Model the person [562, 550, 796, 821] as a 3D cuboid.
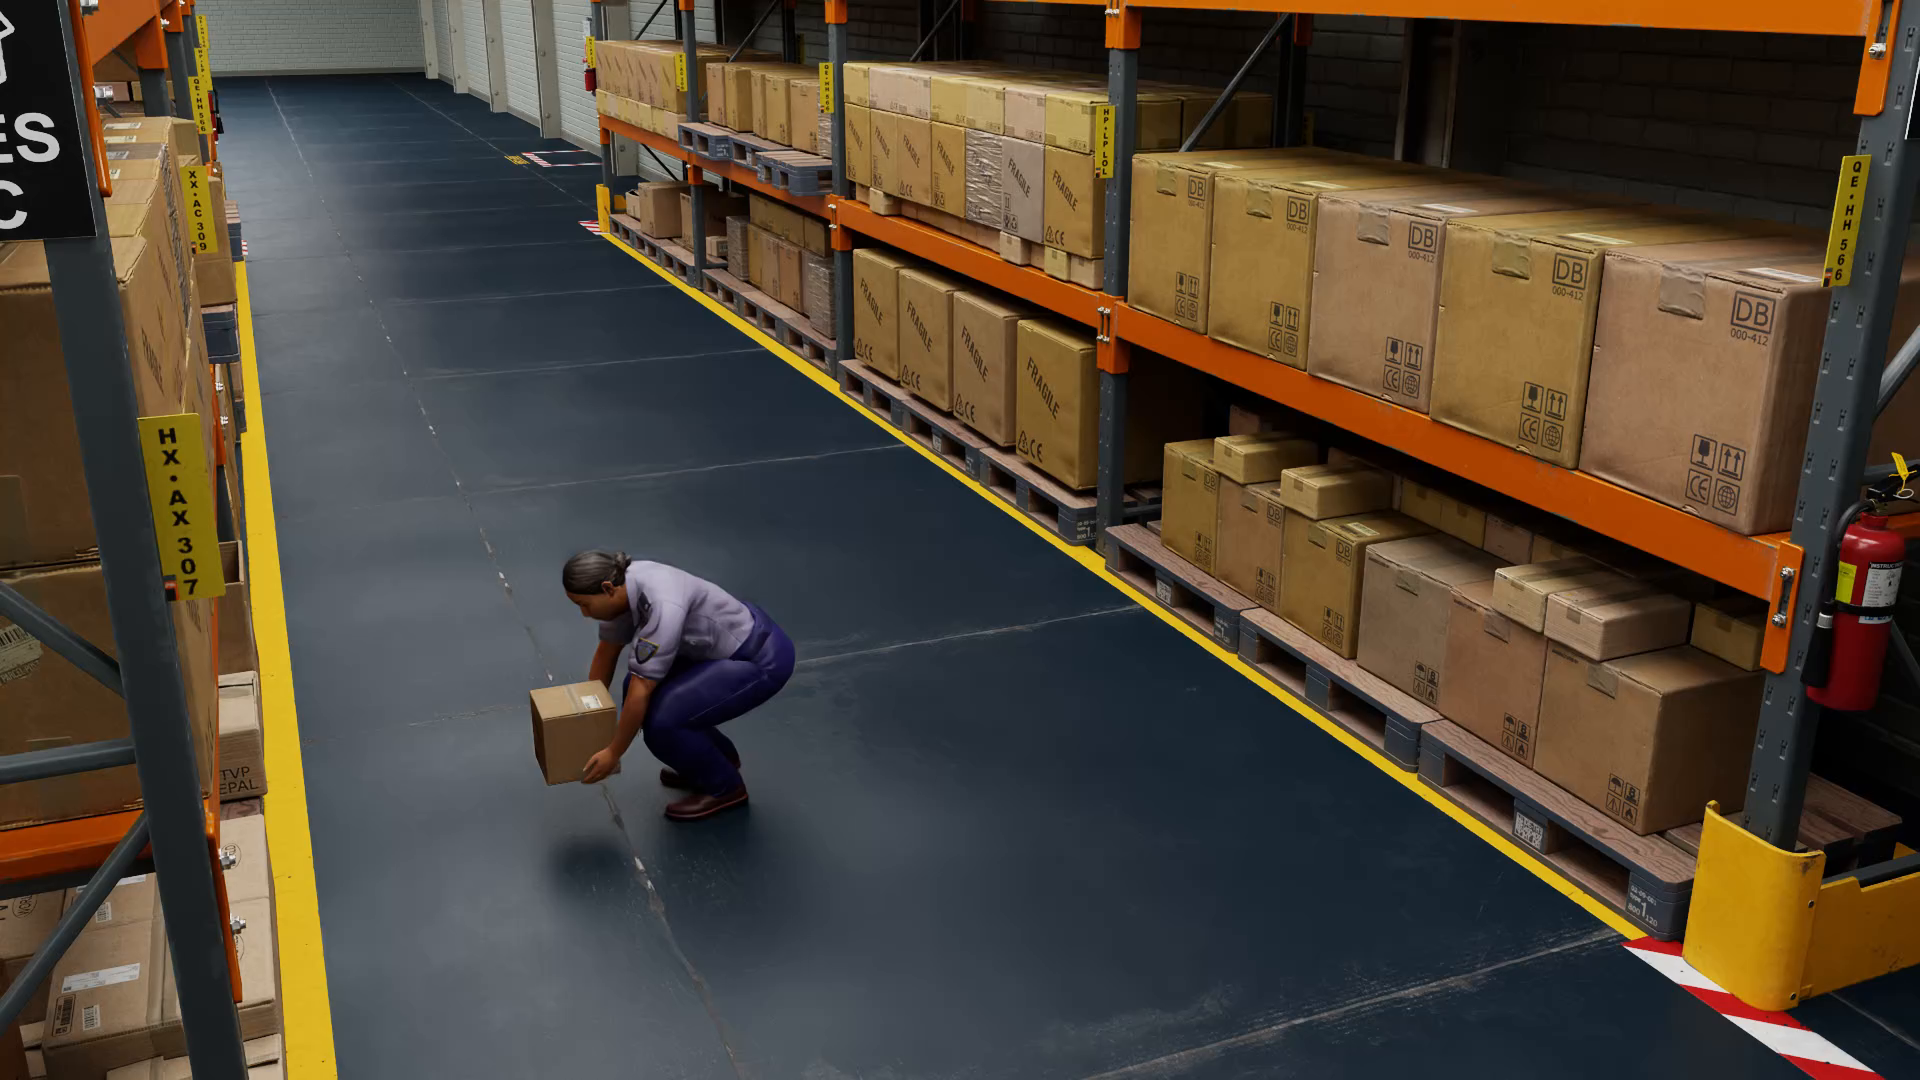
[{"bbox_3d":[-0.975,0.462,5.776,0.810,0.983,0.529,-8,21,-22],"label":"person"}]
